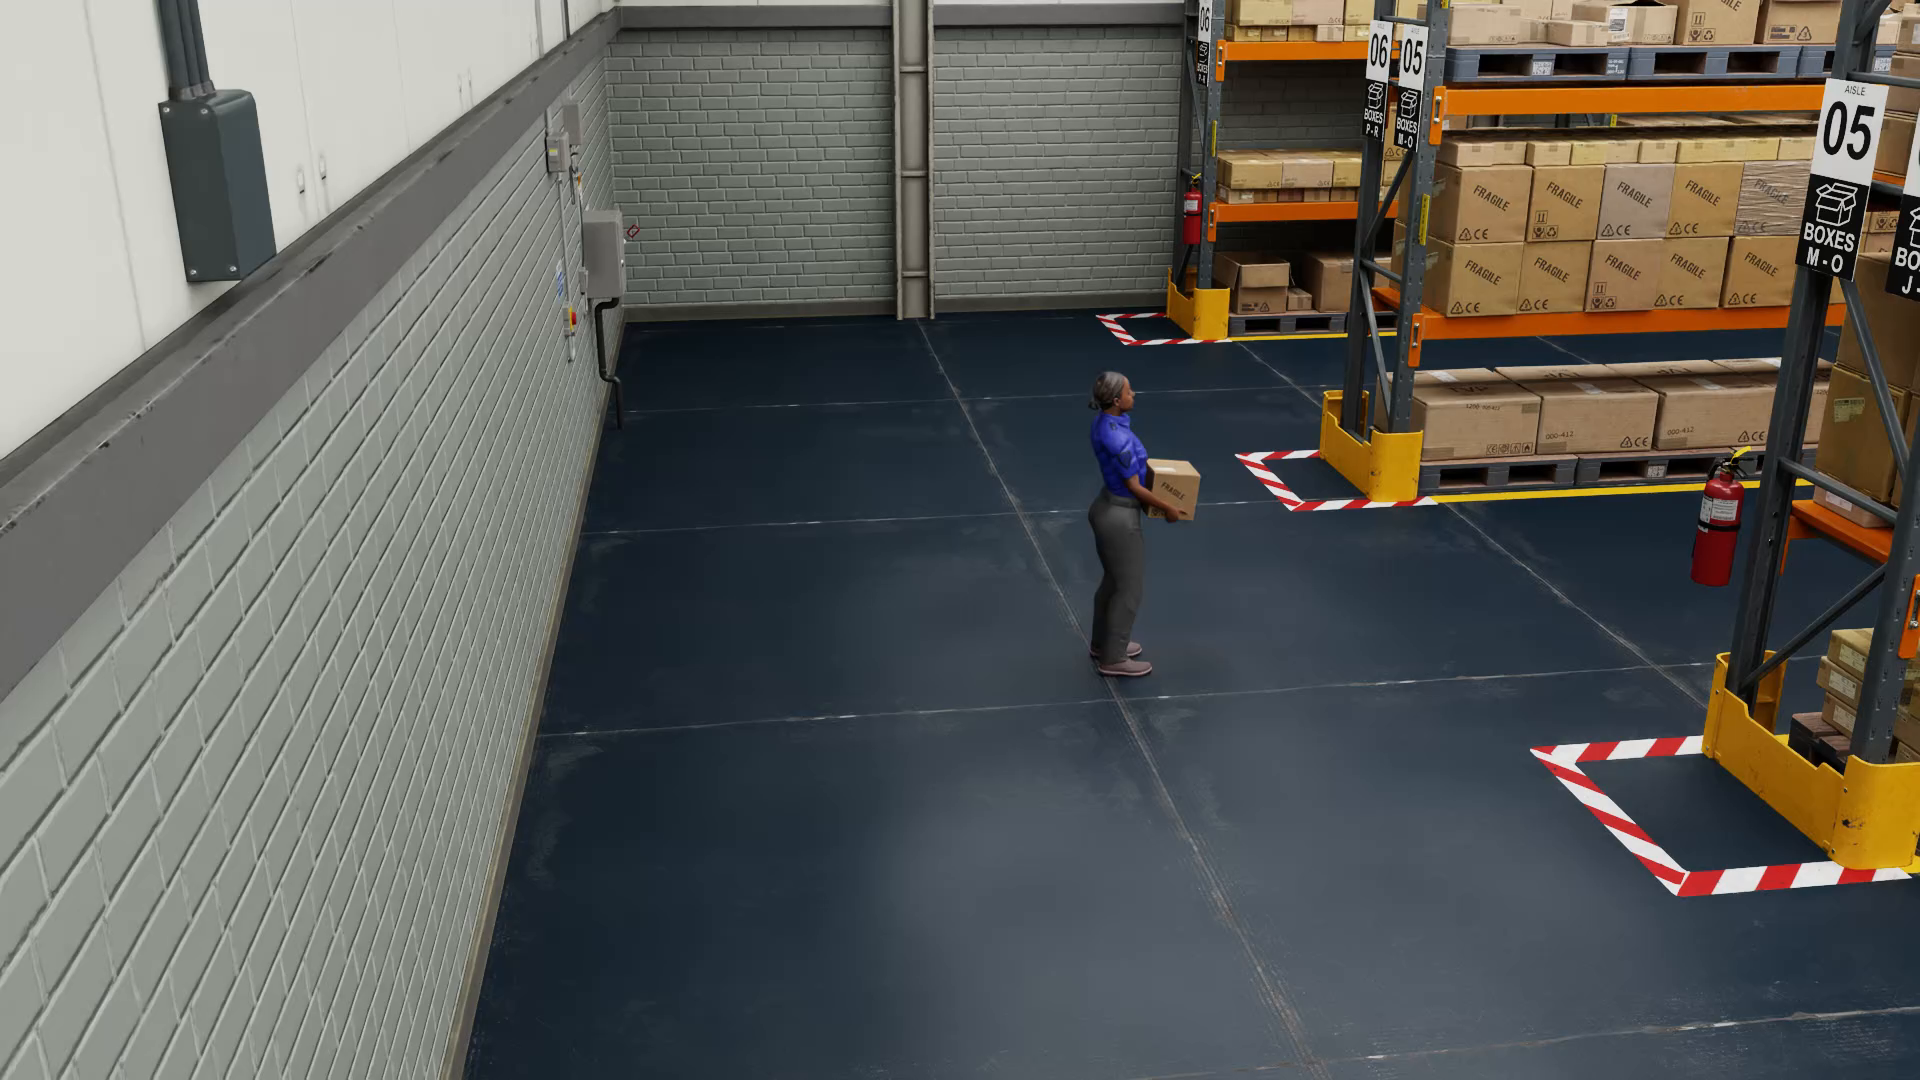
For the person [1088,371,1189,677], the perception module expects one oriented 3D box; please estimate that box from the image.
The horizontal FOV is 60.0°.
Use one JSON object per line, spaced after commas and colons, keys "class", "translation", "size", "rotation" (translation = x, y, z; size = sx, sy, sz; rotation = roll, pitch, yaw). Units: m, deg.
{"class": "person", "translation": [0.924, -0.097, 8.860], "size": [0.522, 1.646, 0.450], "rotation": [-3, 20, -7]}
